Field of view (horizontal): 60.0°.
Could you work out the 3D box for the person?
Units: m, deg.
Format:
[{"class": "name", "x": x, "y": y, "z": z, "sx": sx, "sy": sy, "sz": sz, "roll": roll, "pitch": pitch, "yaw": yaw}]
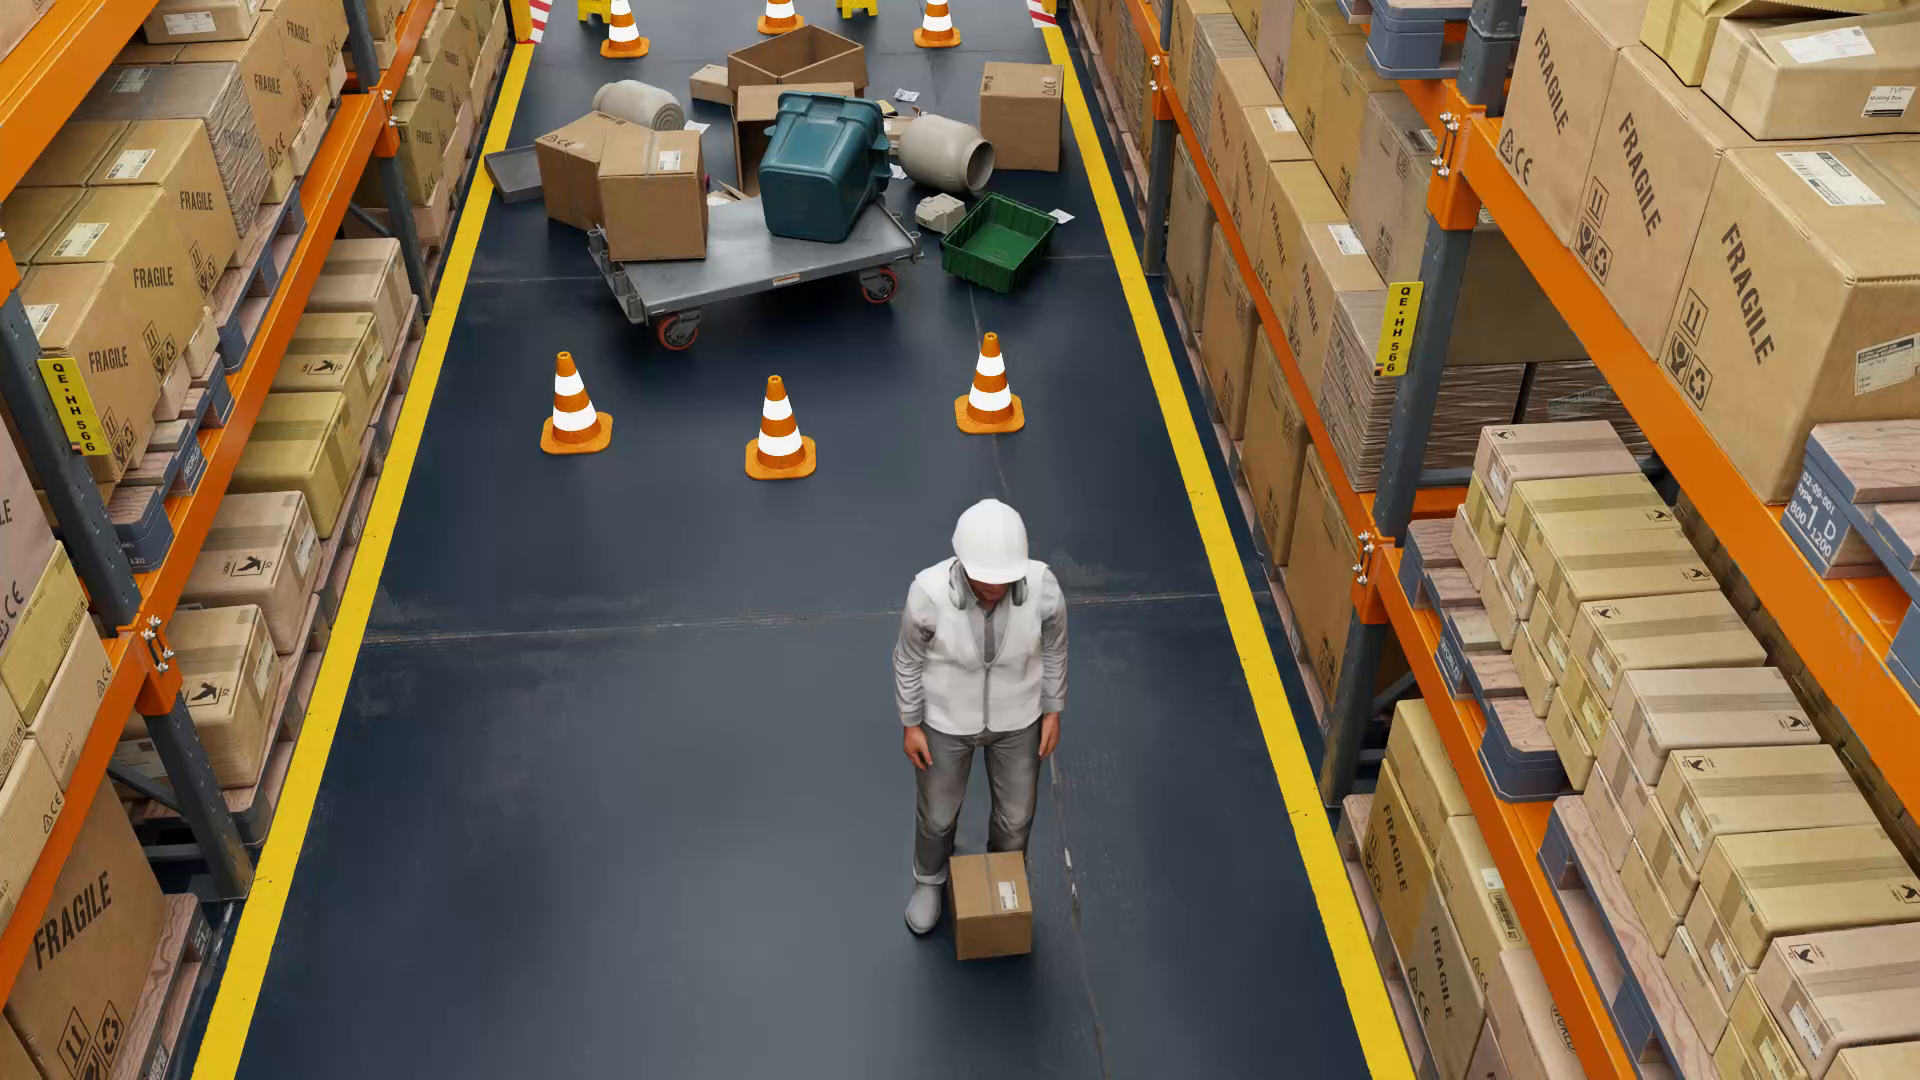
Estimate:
[{"class": "person", "x": 0.072, "y": 0.572, "z": 5.422, "sx": 0.568, "sy": 1.773, "sz": 0.473, "roll": -4, "pitch": 39, "yaw": -5}]
